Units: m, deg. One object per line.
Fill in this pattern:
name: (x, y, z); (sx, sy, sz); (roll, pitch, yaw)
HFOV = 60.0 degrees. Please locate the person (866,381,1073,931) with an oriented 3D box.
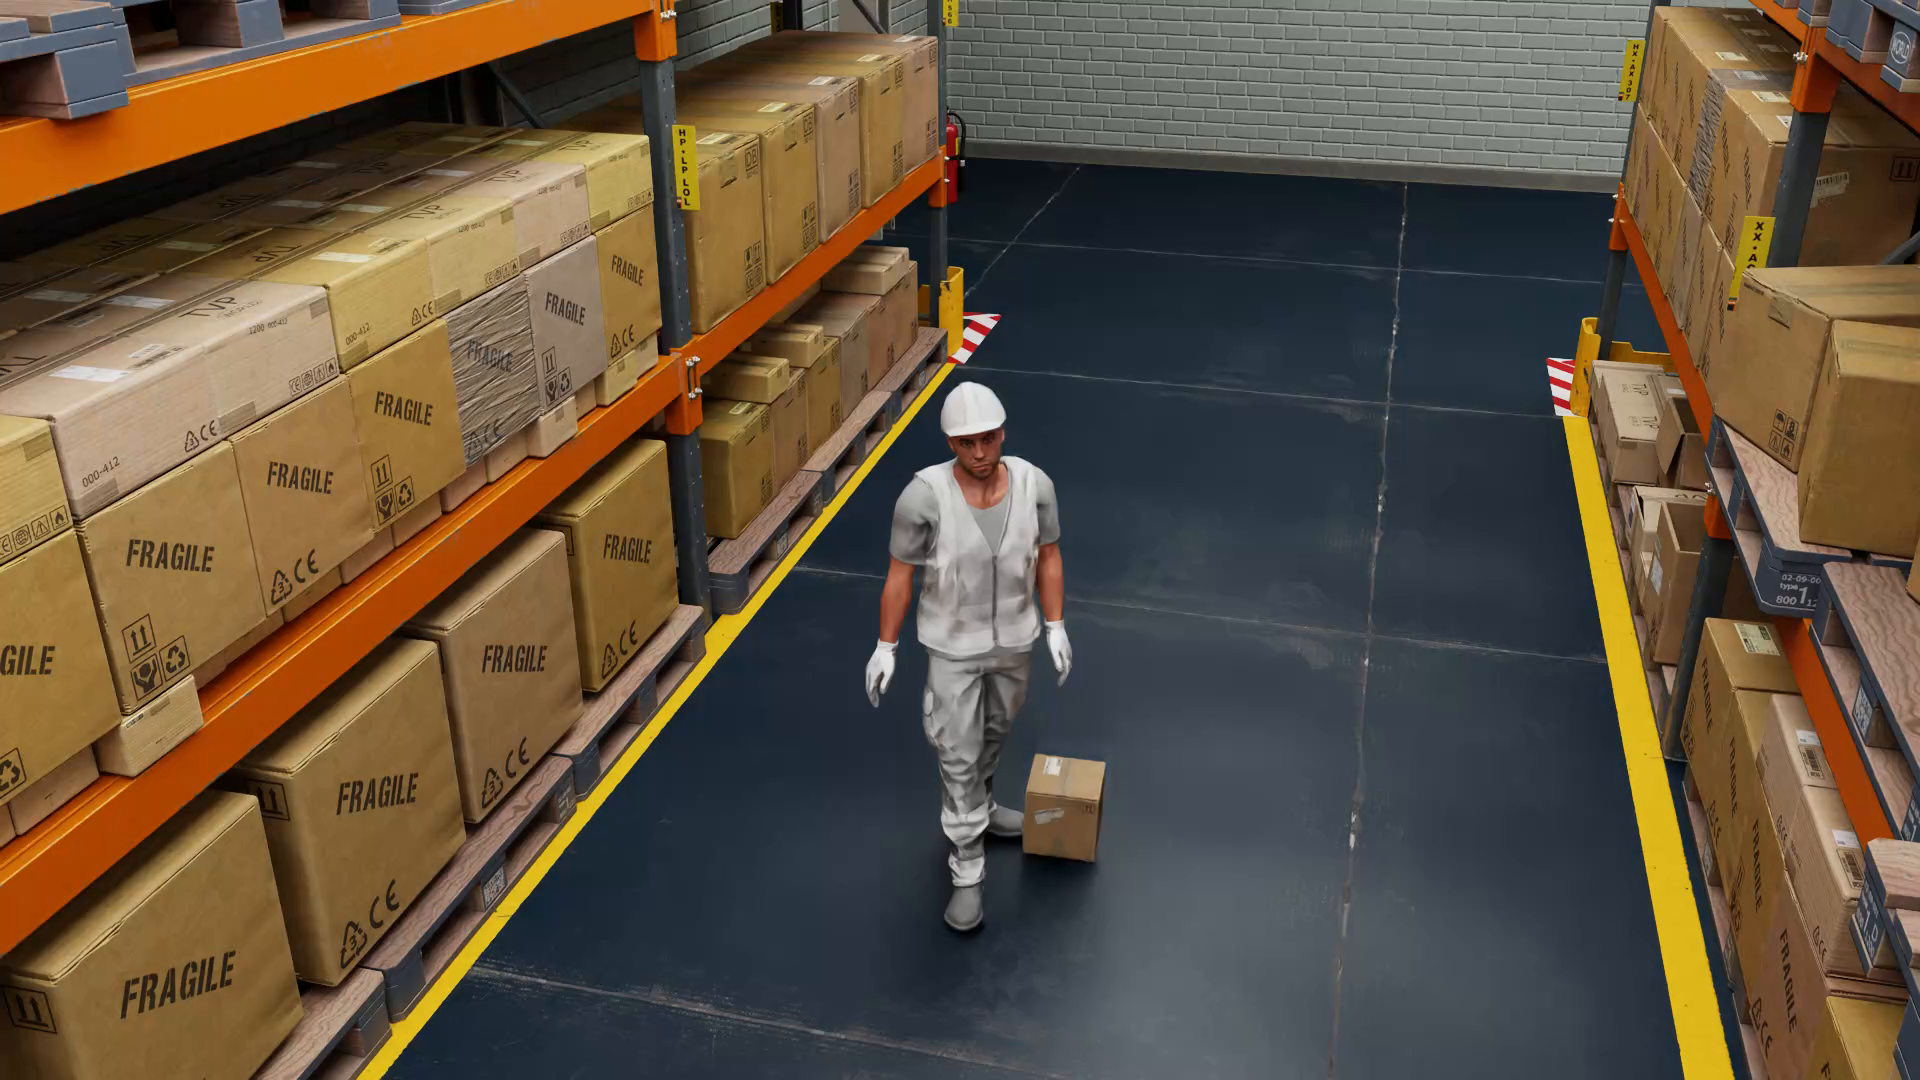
person: (0.023, 0.347, 5.341); (0.680, 1.790, 0.636); (-10, 27, -20)
